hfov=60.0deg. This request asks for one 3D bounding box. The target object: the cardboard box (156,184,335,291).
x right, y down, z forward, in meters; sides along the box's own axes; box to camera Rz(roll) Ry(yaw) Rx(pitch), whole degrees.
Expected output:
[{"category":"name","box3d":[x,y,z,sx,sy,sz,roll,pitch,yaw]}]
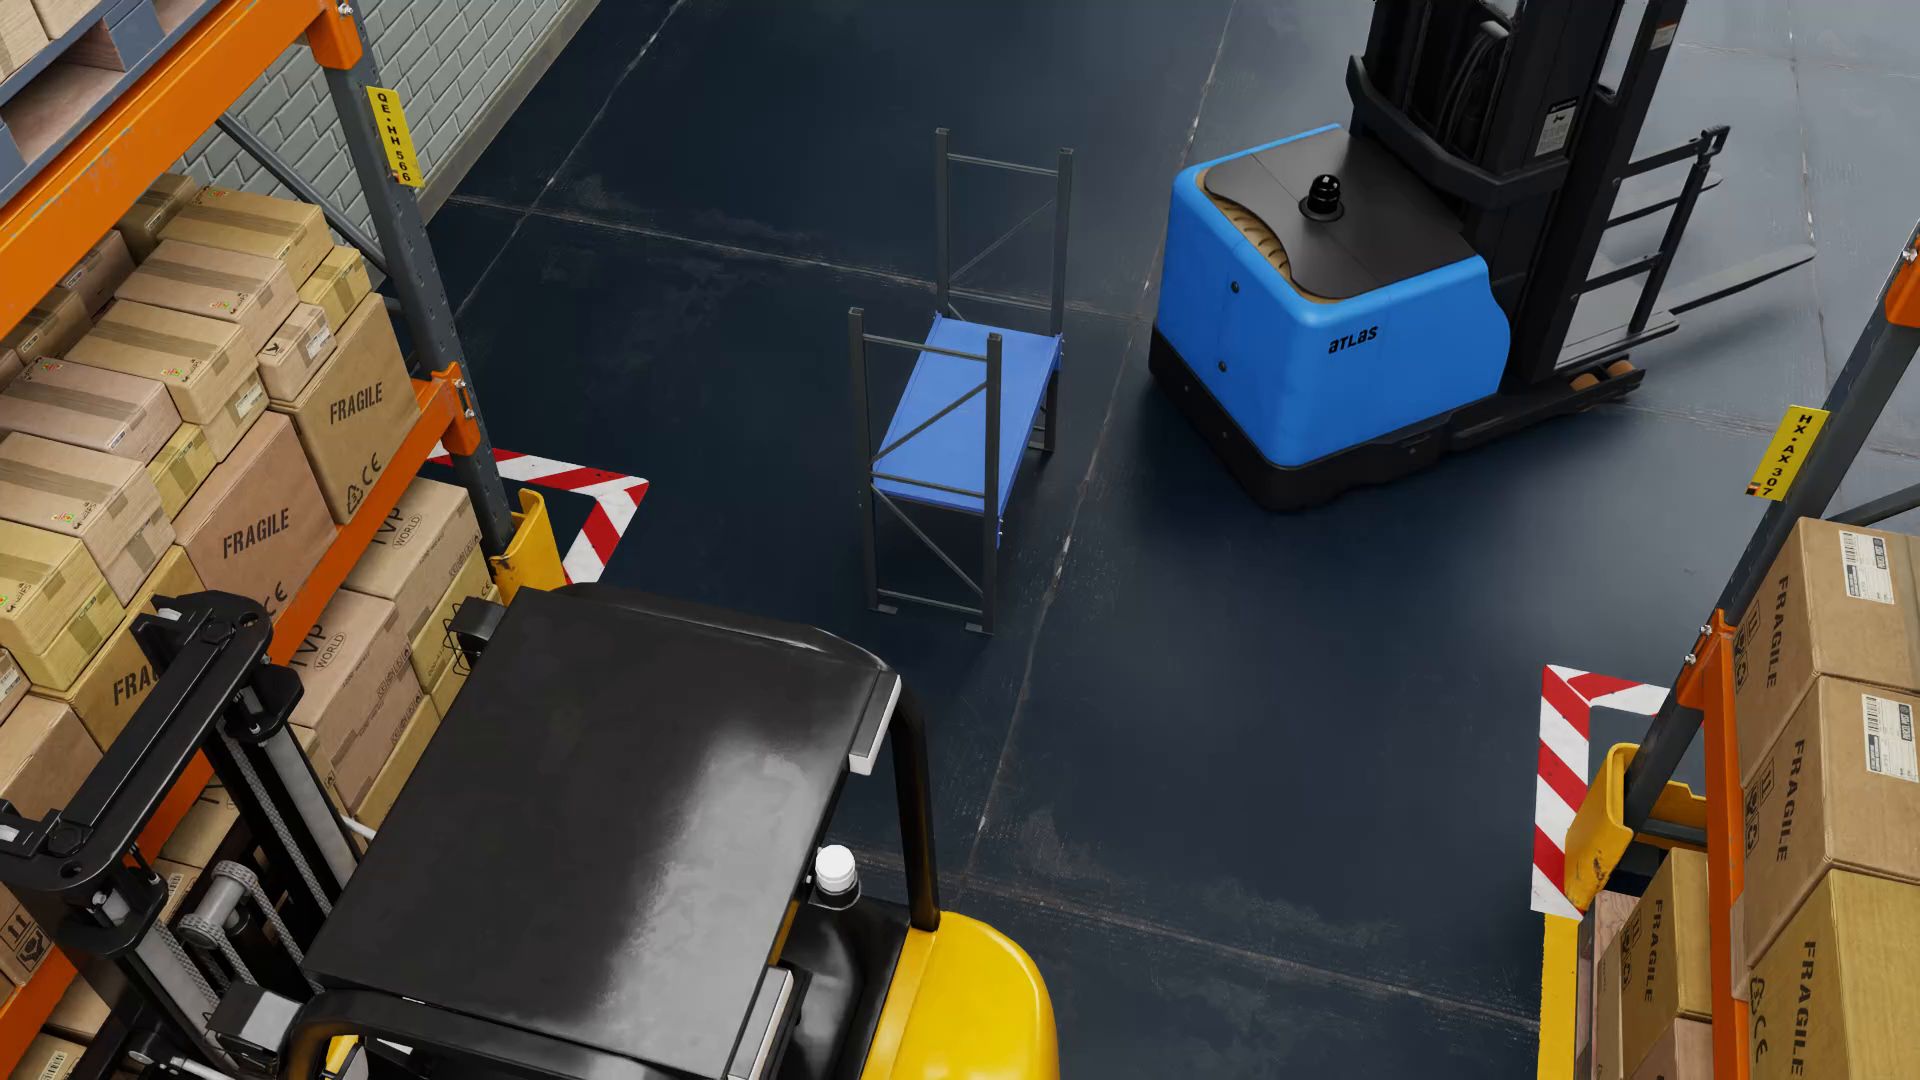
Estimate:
[{"category":"cardboard box","box3d":[-2.025,-0.850,4.720,0.380,0.149,0.250,12,50,10]}]

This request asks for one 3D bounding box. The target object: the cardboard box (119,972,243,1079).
[{"category":"cardboard box","box3d":[-2.353,1.314,4.729,0.500,0.250,0.500,11,50,10]}]

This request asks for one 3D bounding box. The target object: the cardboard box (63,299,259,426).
[{"category":"cardboard box","box3d":[-2.102,-0.471,4.386,0.380,0.149,0.250,13,50,11]}]

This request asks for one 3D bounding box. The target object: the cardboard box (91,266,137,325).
[{"category":"cardboard box","box3d":[-2.477,-0.667,4.757,0.380,0.149,0.250,12,50,10]}]

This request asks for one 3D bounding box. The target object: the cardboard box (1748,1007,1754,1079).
[{"category":"cardboard box","box3d":[2.019,1.190,3.785,0.380,0.149,0.250,13,50,11]}]

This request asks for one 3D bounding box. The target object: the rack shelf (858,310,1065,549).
[{"category":"rack shelf","box3d":[0.022,-0.439,6.296,0.538,0.185,1.000,12,50,10]}]

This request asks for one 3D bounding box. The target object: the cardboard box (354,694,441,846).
[{"category":"cardboard box","box3d":[-2.093,0.727,5.581,0.500,0.250,0.500,12,50,10]}]

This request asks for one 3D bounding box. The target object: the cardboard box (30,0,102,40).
[{"category":"cardboard box","box3d":[-2.059,-1.226,3.571,0.380,0.149,0.250,10,49,9]}]

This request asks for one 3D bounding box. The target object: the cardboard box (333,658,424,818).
[{"category":"cardboard box","box3d":[-2.103,0.576,5.381,0.500,0.250,0.500,11,50,10]}]

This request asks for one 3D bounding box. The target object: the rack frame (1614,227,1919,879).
[{"category":"rack frame","box3d":[2.656,0.173,4.516,1.000,3.000,0.127,12,50,10]}]

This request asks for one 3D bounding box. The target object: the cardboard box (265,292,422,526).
[{"category":"cardboard box","box3d":[-2.010,-0.430,4.981,0.500,0.500,0.500,11,49,9]}]

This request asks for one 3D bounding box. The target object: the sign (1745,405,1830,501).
[{"category":"sign","box3d":[2.132,-0.221,4.286,0.100,0.325,0.005,12,50,10]}]

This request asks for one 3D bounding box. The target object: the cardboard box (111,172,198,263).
[{"category":"cardboard box","box3d":[-2.428,-0.950,4.809,0.380,0.149,0.250,11,49,9]}]

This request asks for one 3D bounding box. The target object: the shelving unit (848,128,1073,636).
[{"category":"shelving unit","box3d":[0.022,-0.558,6.161,0.538,1.500,1.048,12,50,10]}]

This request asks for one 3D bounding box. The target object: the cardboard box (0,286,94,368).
[{"category":"cardboard box","box3d":[-2.585,-0.573,4.476,0.380,0.149,0.250,12,50,11]}]

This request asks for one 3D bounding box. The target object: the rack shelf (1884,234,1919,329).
[{"category":"rack shelf","box3d":[2.130,0.865,2.384,1.077,0.370,4.000,12,50,10]}]

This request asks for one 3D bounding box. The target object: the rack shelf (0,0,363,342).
[{"category":"rack shelf","box3d":[-2.660,-0.112,3.246,1.077,0.370,4.000,12,50,10]}]

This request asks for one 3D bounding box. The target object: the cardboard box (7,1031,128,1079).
[{"category":"cardboard box","box3d":[-2.492,1.511,4.221,0.500,0.250,0.500,13,50,11]}]

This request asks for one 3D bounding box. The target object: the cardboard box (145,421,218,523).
[{"category":"cardboard box","box3d":[-2.197,-0.203,4.348,0.380,0.149,0.250,11,50,10]}]

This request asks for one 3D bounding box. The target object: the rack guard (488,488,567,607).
[{"category":"rack guard","box3d":[-2.127,0.006,6.331,1.175,0.500,0.348,12,50,10]}]

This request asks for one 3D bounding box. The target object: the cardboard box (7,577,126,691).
[{"category":"cardboard box","box3d":[-2.269,0.187,4.004,0.380,0.149,0.250,12,50,10]}]

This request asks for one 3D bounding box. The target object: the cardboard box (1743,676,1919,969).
[{"category":"cardboard box","box3d":[2.130,0.704,3.782,0.500,0.500,0.500,13,50,11]}]

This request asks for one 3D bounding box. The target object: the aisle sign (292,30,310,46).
[{"category":"aisle sign","box3d":[-1.833,-1.654,4.394,0.394,0.787,0.004,12,50,10]}]

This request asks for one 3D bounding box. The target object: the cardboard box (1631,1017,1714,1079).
[{"category":"cardboard box","box3d":[2.038,1.621,4.292,0.500,0.500,0.500,10,49,9]}]

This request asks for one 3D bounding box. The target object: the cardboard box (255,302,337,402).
[{"category":"cardboard box","box3d":[-1.993,-0.555,4.659,0.380,0.149,0.250,12,50,11]}]

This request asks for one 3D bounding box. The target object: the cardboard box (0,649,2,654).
[{"category":"cardboard box","box3d":[-2.423,0.261,3.740,0.380,0.149,0.250,12,50,11]}]

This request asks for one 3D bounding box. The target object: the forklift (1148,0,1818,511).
[{"category":"forklift","box3d":[2.377,-1.858,6.354,3.031,2.935,1.130,-20,52,-17]}]

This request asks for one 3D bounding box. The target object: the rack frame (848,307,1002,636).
[{"category":"rack frame","box3d":[-0.111,-0.190,5.836,0.500,1.500,0.032,12,50,10]}]

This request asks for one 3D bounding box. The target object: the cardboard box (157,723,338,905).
[{"category":"cardboard box","box3d":[-2.206,0.768,4.877,0.500,0.250,0.500,12,50,11]}]

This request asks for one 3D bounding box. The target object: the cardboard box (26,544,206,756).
[{"category":"cardboard box","box3d":[-2.290,0.315,4.324,0.500,0.500,0.500,11,49,9]}]

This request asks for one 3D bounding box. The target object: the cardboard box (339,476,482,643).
[{"category":"cardboard box","box3d":[-1.954,0.030,5.528,0.500,0.250,0.500,13,50,11]}]

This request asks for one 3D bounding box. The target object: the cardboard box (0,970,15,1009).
[{"category":"cardboard box","box3d":[-2.565,1.040,3.684,0.500,0.500,0.500,11,50,10]}]

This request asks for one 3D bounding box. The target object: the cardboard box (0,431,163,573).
[{"category":"cardboard box","box3d":[-2.201,-0.095,4.054,0.380,0.149,0.250,13,50,11]}]

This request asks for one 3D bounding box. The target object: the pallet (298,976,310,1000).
[{"category":"pallet","box3d":[-2.618,1.560,5.152,1.003,0.211,1.213,12,50,10]}]
